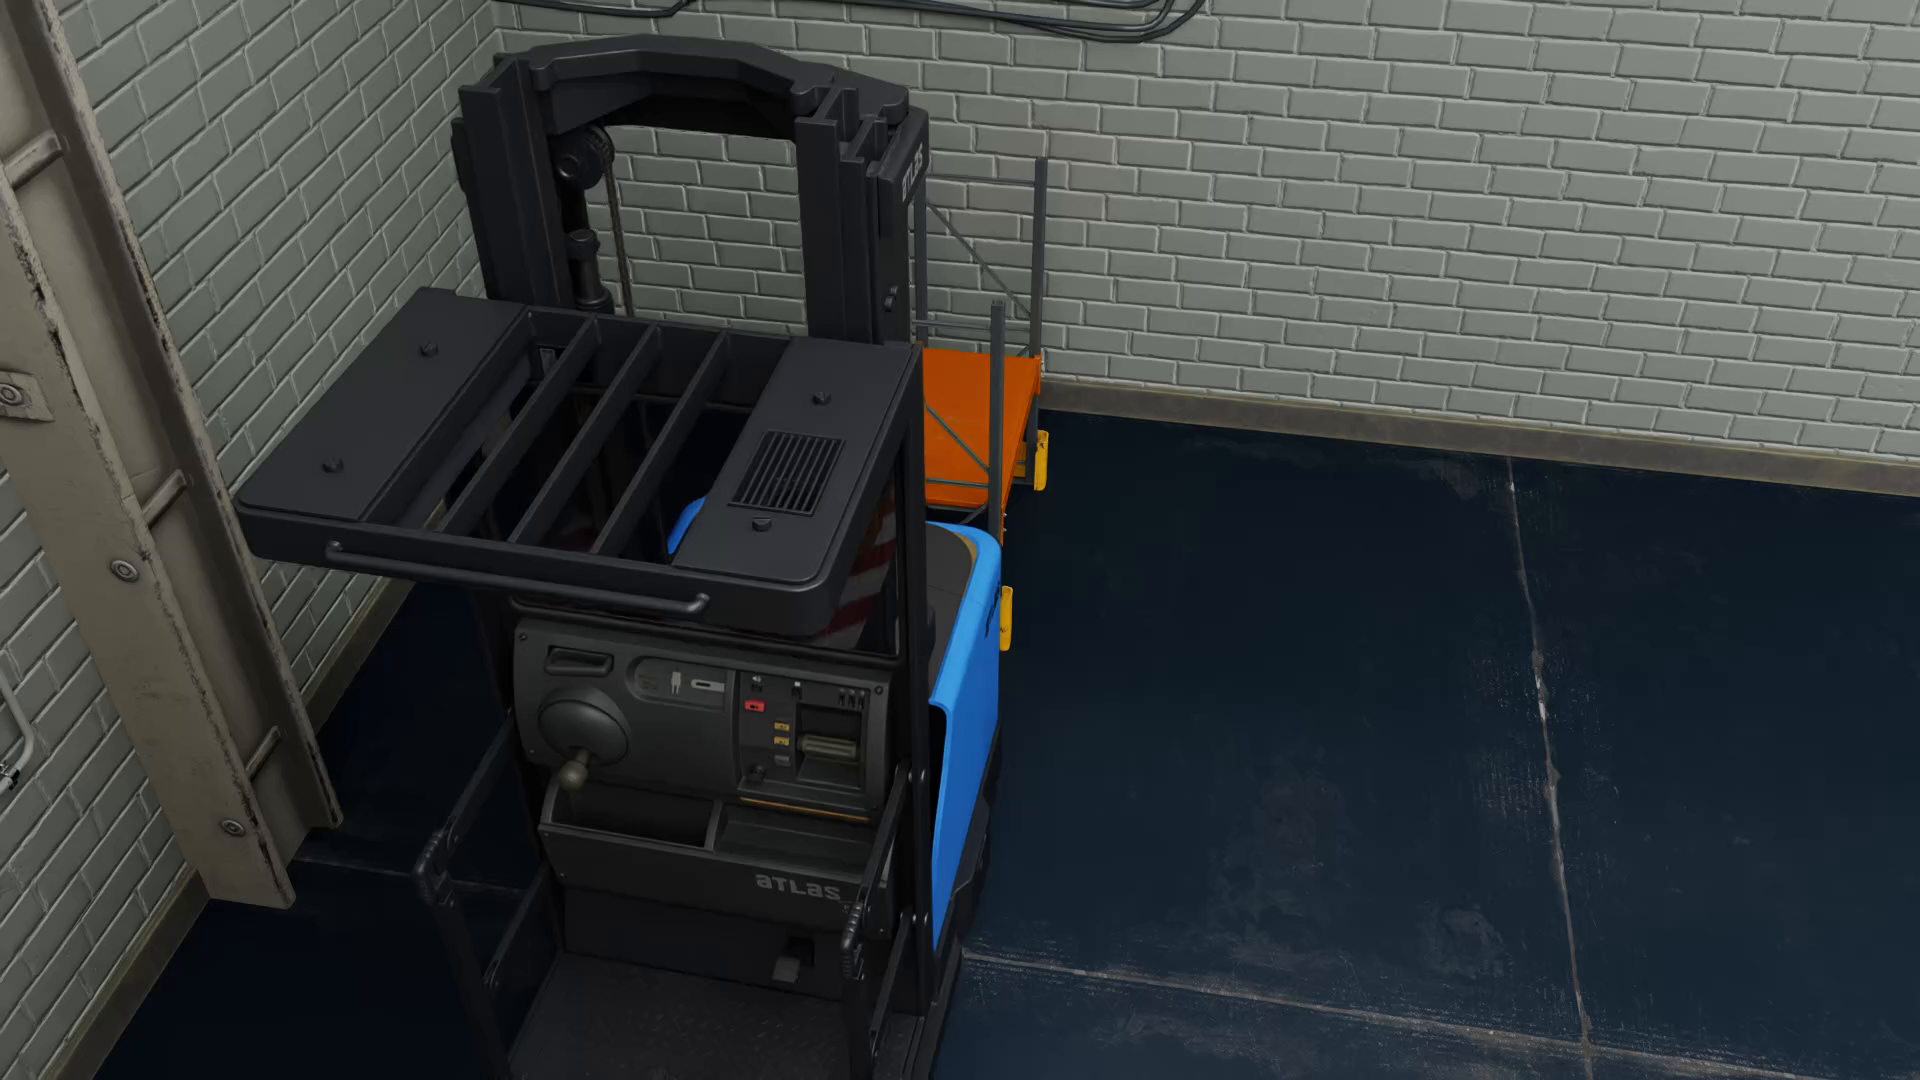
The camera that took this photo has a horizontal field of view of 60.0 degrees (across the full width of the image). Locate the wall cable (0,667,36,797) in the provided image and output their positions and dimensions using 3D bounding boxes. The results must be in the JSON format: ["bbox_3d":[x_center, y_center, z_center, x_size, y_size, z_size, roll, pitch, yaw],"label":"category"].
[{"bbox_3d":[-2.590,0.375,3.145,0.084,1.984,1.851,6,40,8],"label":"wall cable"}]

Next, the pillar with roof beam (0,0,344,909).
[{"bbox_3d":[1.975,-1.953,2.050,9.100,9.000,0.400,6,40,8],"label":"pillar with roof beam"}]

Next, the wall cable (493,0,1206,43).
[{"bbox_3d":[-0.549,-2.951,5.694,3.097,2.526,0.112,6,40,8],"label":"wall cable"}]

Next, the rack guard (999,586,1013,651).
[{"bbox_3d":[-0.099,0.264,6.234,0.587,0.250,0.087,6,40,8],"label":"rack guard"}]

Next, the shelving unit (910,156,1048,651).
[{"bbox_3d":[-0.013,-0.530,6.214,0.587,1.500,1.083,6,40,8],"label":"shelving unit"}]

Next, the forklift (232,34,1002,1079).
[{"bbox_3d":[-0.667,0.520,3.821,1.130,2.935,3.031,8,40,9],"label":"forklift"}]

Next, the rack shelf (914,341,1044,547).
[{"bbox_3d":[-0.015,-0.386,6.322,0.538,0.185,1.000,6,40,8],"label":"rack shelf"}]

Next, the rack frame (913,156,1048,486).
[{"bbox_3d":[0.073,-0.844,6.593,0.500,1.500,0.032,6,40,8],"label":"rack frame"}]

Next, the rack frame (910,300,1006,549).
[{"bbox_3d":[-0.103,-0.205,5.821,0.500,1.500,0.032,6,40,8],"label":"rack frame"}]

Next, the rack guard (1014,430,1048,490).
[{"bbox_3d":[0.073,-0.361,6.991,0.587,0.250,0.087,6,40,8],"label":"rack guard"}]
